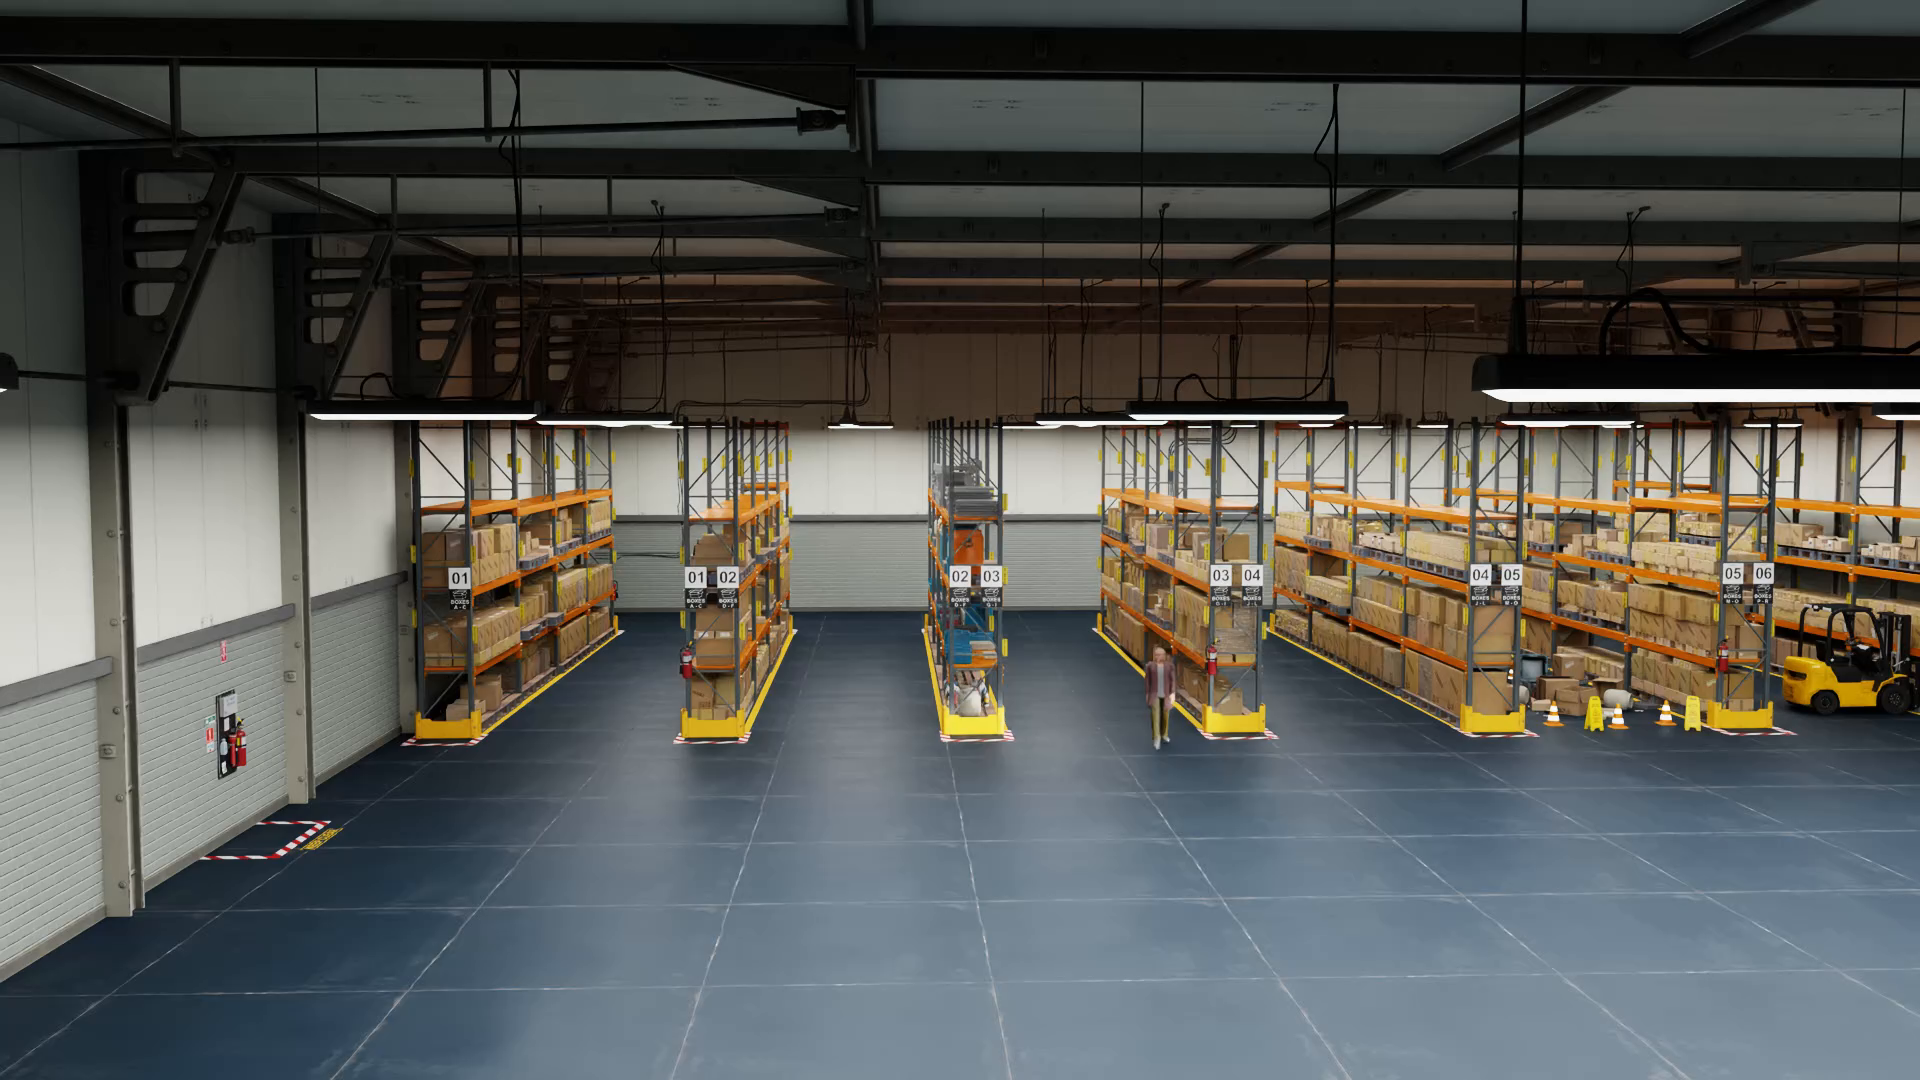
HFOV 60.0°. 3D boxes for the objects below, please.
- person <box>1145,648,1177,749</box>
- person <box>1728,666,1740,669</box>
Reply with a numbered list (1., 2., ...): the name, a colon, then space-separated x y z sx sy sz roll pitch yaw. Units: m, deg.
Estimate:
1. person: 3.662 2.860 30.311 0.591 1.780 0.886 0 4 6
2. person: 16.714 2.627 36.088 0.471 1.495 0.729 0 4 1
